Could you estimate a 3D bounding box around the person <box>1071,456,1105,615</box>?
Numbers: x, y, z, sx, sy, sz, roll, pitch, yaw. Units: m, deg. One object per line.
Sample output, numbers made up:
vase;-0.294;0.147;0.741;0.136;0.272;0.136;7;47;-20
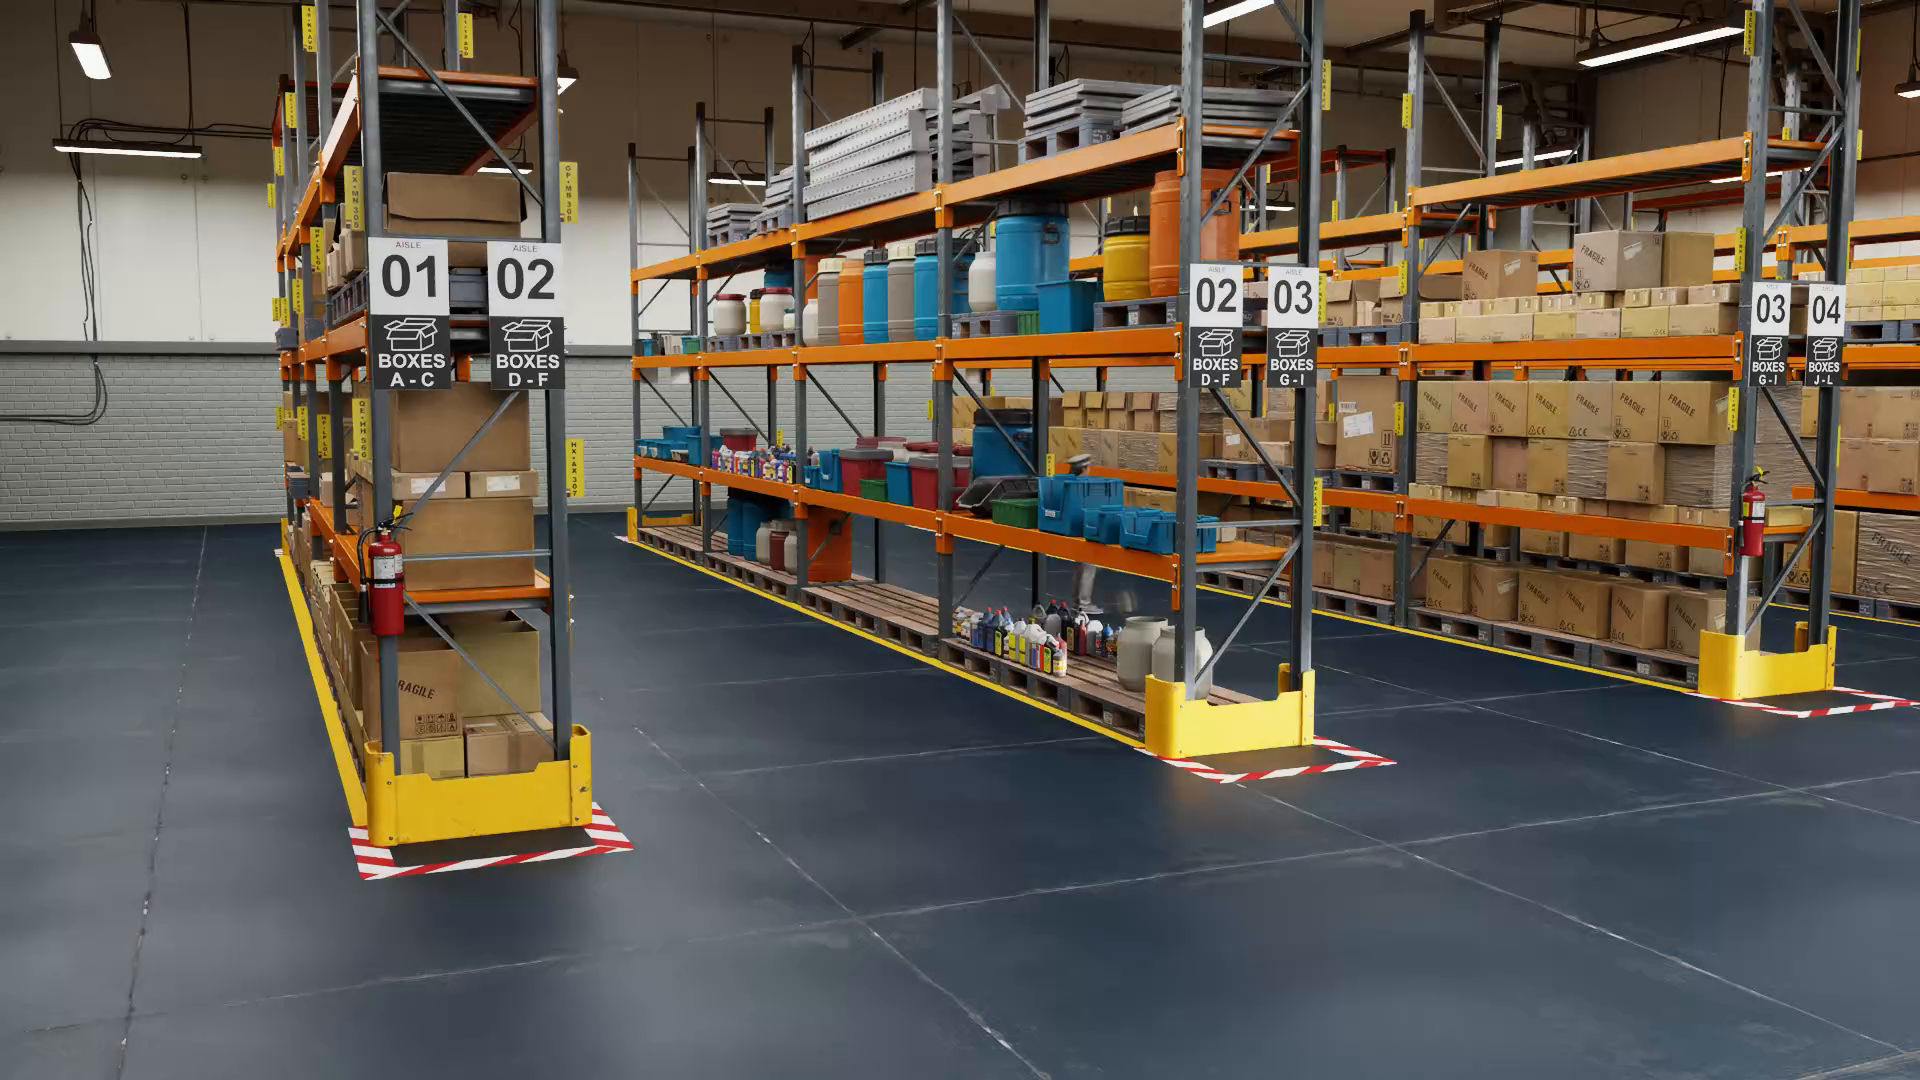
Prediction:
person;1.303;-0.057;17.575;0.405;1.663;0.536;-3;6;-25
